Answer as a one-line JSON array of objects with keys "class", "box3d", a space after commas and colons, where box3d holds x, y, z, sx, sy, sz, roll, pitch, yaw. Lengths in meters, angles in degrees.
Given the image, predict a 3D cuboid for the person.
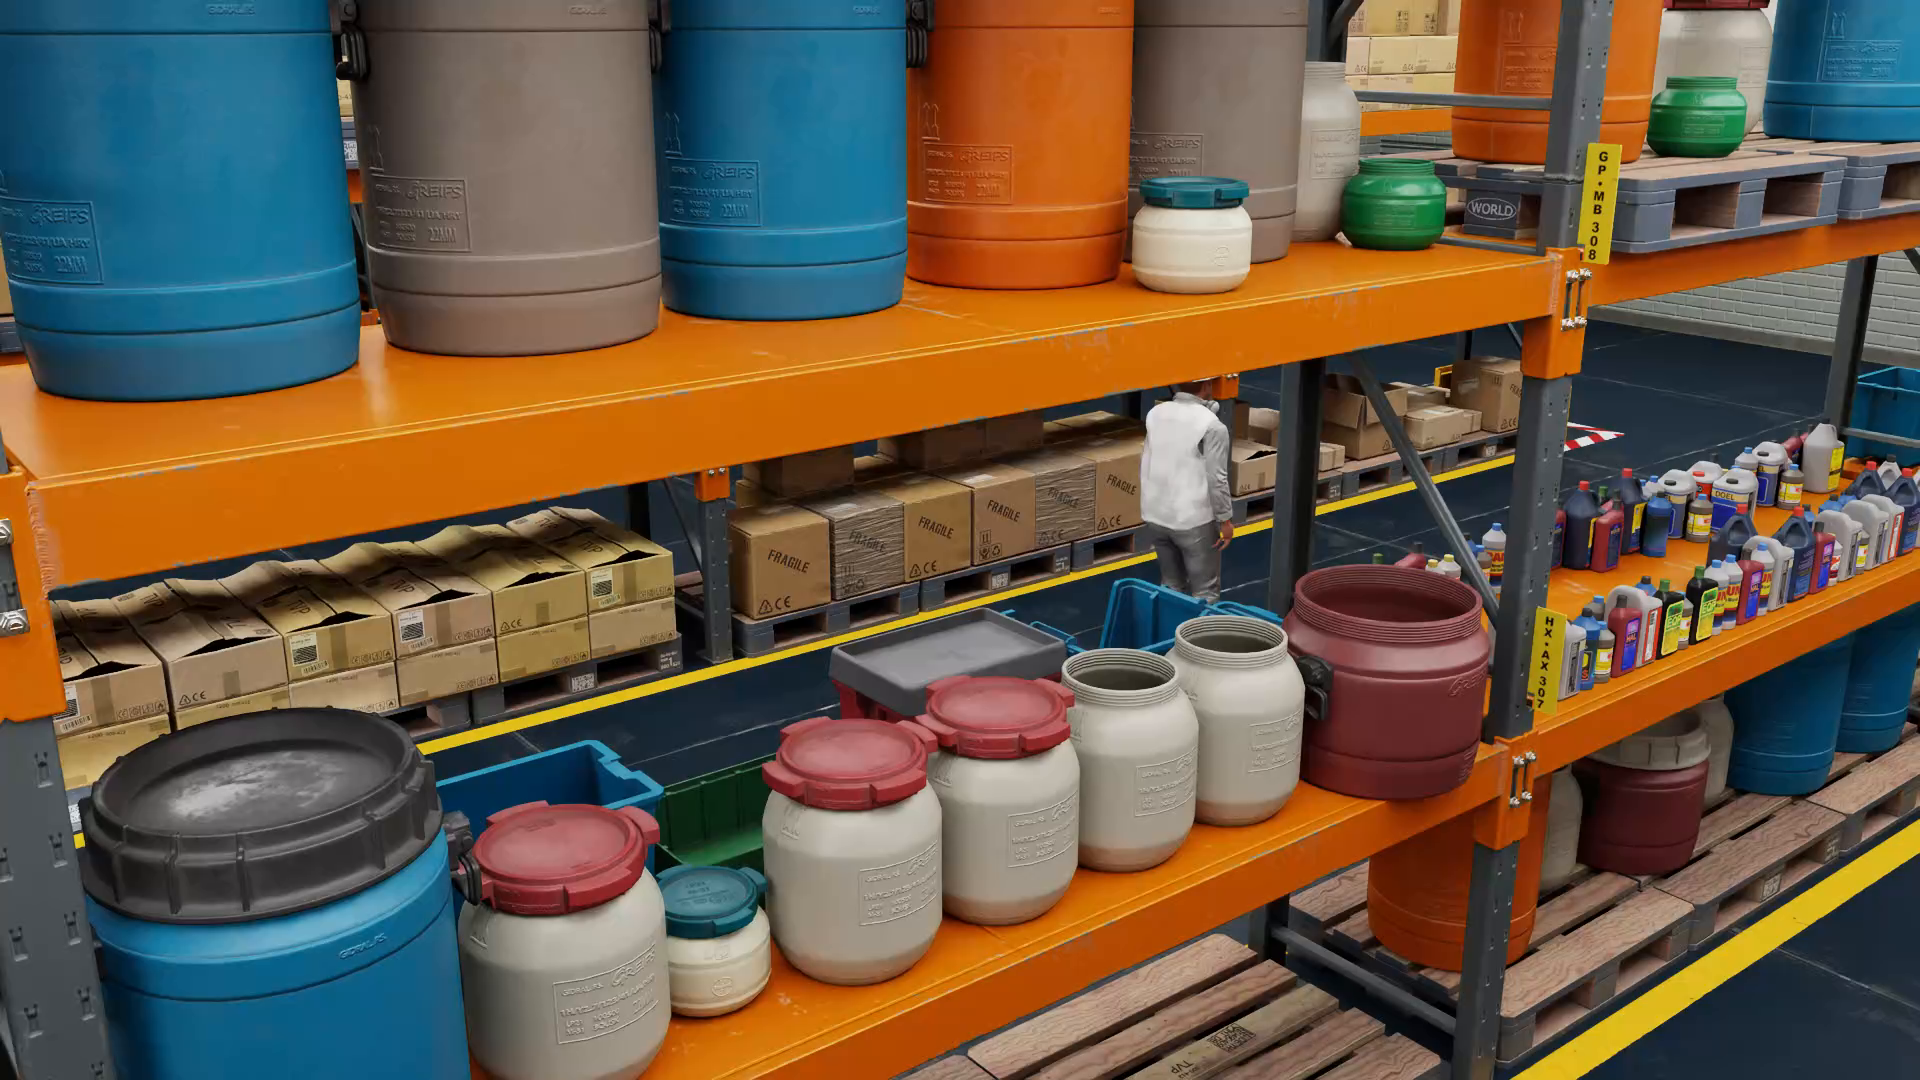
[{"class": "person", "box3d": [1.218, -0.140, 8.948, 0.471, 1.772, 0.594, -15, 23, -39]}]
